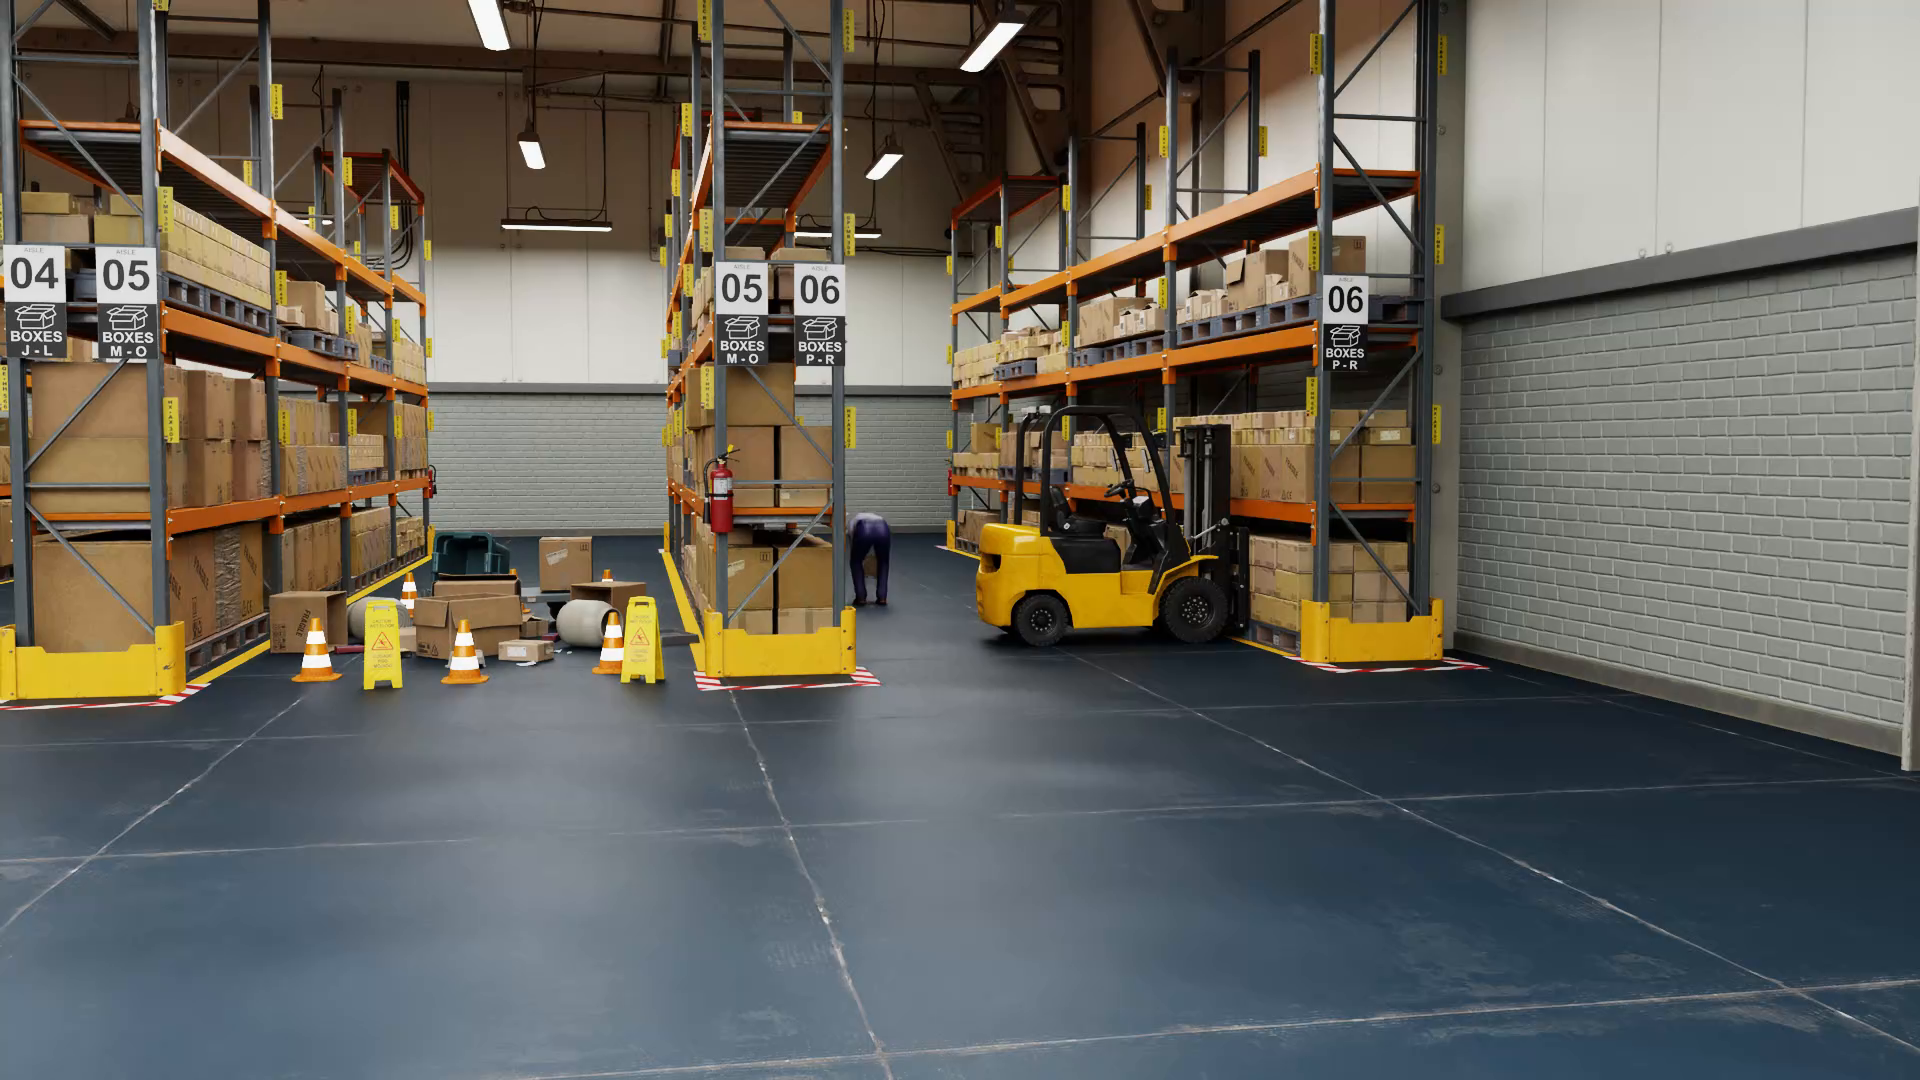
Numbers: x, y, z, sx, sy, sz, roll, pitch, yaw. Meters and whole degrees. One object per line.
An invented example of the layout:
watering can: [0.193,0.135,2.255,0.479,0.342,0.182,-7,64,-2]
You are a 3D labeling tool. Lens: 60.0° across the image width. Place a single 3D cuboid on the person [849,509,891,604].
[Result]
person: [-1.062,0.194,19.135,0.456,1.063,0.852,-1,3,-13]
